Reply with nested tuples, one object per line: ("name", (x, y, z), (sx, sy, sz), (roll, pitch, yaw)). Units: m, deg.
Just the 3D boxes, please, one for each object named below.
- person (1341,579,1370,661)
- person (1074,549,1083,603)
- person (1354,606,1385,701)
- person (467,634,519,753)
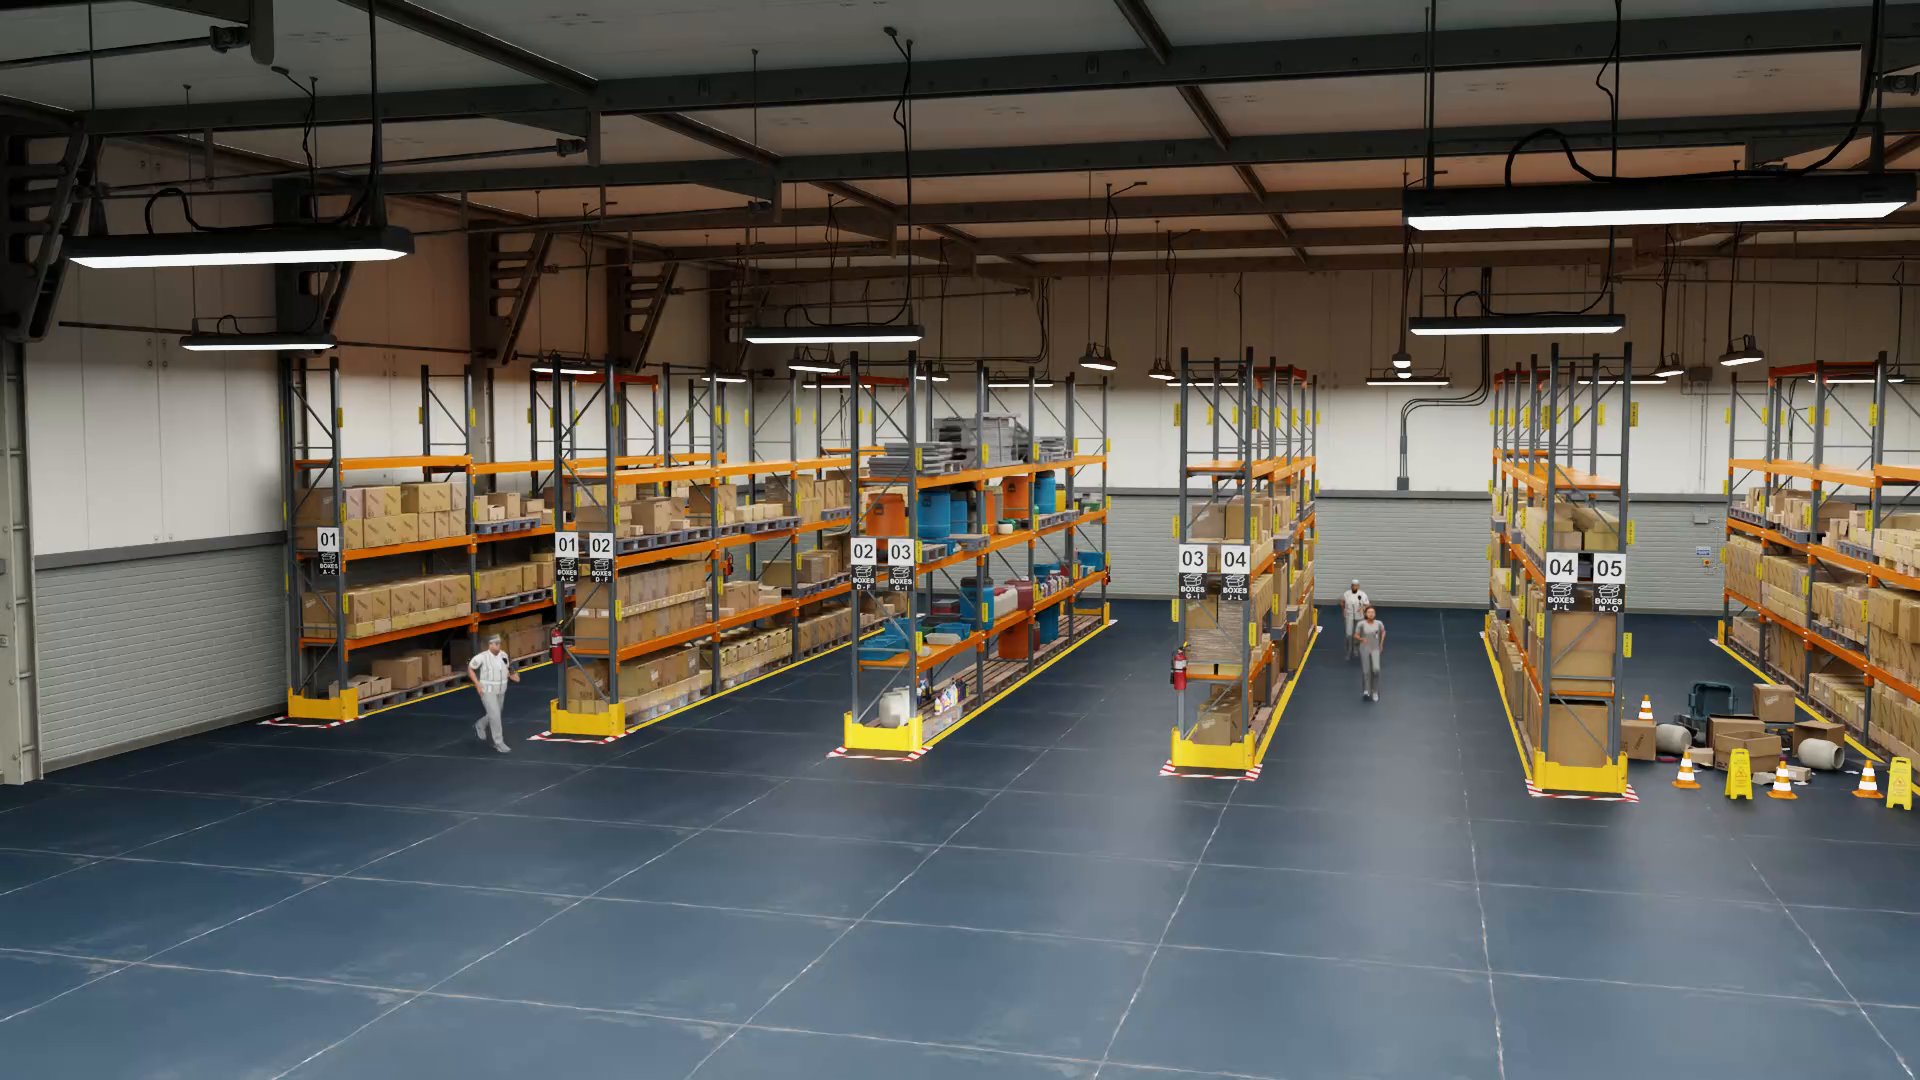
("person", (8.177, 1.667, 34.420), (0.582, 1.715, 0.732), (1, 4, 12))
("person", (2.906, 1.046, 42.392), (0.741, 1.661, 0.653), (3, 5, 38))
("person", (7.278, 2.016, 29.530), (0.575, 1.701, 0.707), (0, 4, 6))
("person", (-7.103, 2.287, 25.147), (0.927, 1.778, 0.645), (3, 5, 36))
